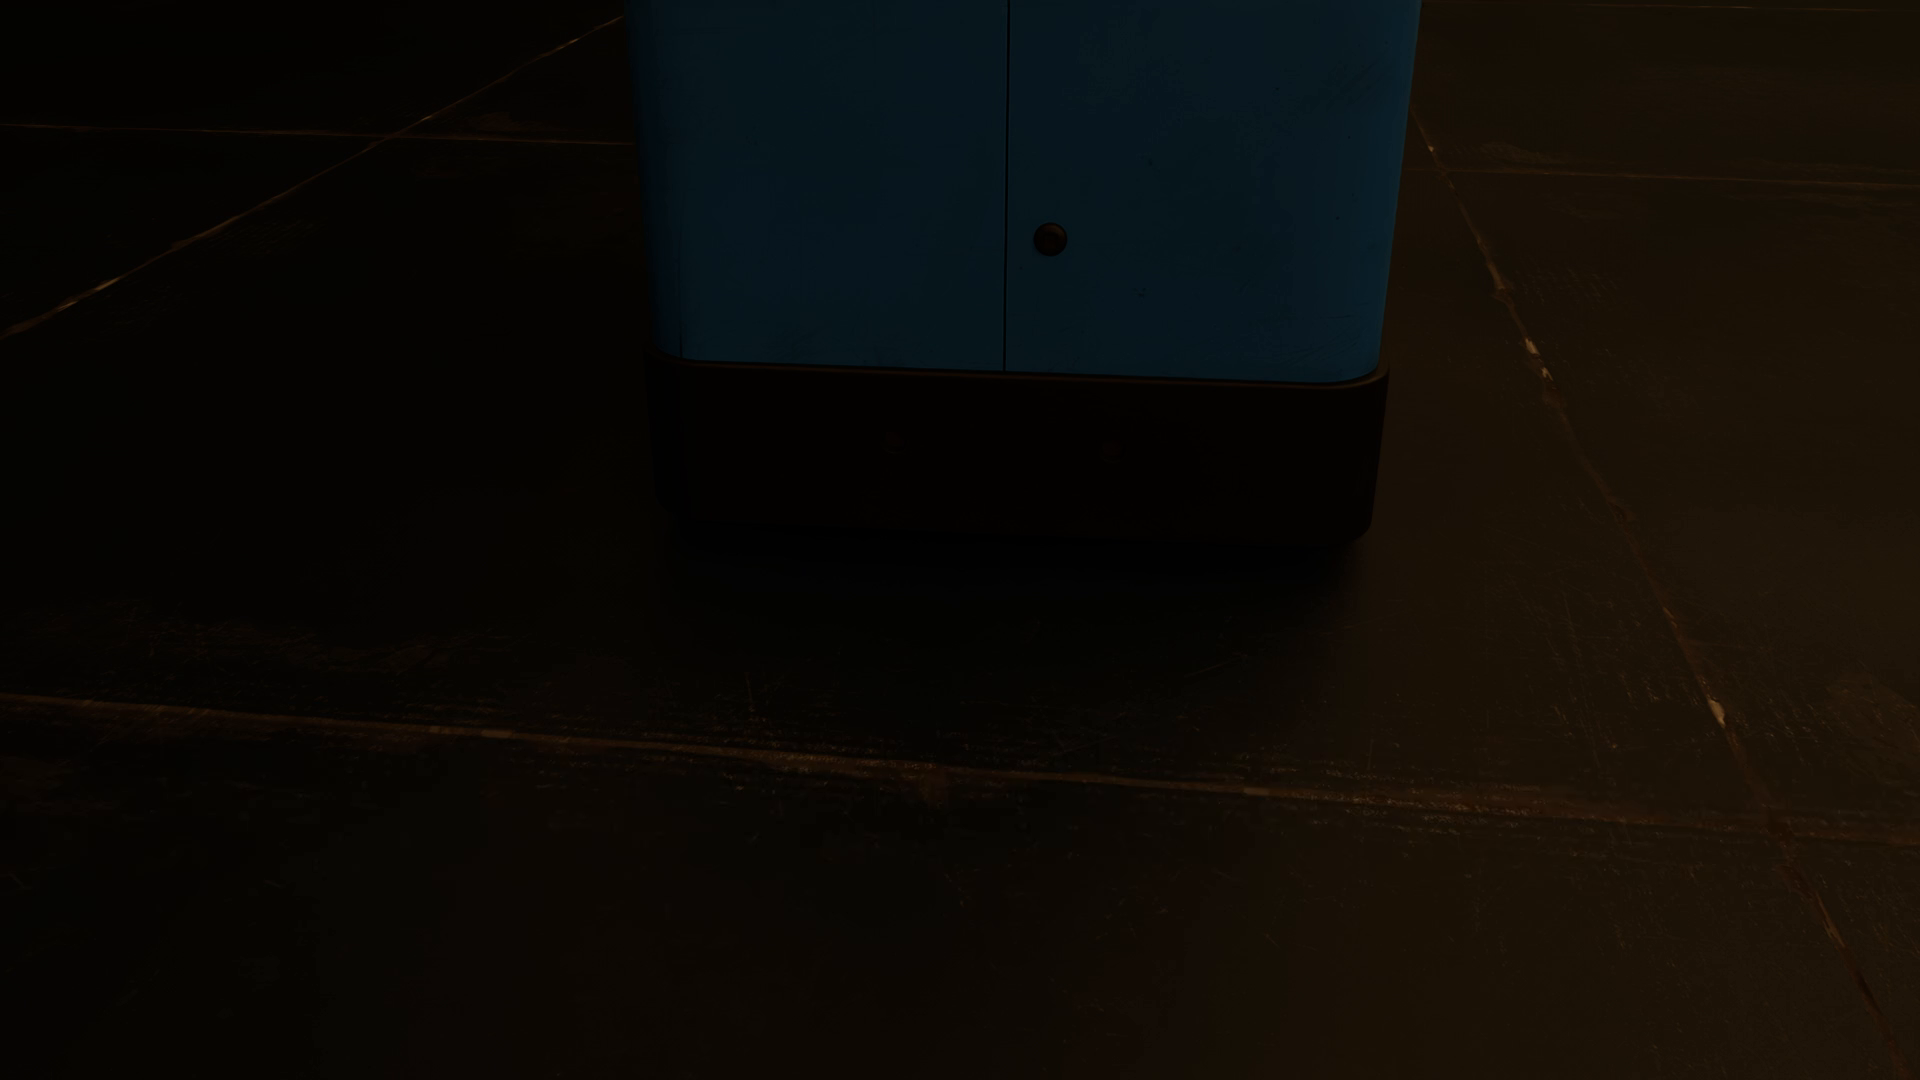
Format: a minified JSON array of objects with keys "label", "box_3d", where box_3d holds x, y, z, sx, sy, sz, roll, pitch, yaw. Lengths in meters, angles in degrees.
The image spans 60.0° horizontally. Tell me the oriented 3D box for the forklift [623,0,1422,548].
[{"label":"forklift","box_3d":[0.212,-1.927,3.079,1.130,2.935,3.031,3,27,5]}]
